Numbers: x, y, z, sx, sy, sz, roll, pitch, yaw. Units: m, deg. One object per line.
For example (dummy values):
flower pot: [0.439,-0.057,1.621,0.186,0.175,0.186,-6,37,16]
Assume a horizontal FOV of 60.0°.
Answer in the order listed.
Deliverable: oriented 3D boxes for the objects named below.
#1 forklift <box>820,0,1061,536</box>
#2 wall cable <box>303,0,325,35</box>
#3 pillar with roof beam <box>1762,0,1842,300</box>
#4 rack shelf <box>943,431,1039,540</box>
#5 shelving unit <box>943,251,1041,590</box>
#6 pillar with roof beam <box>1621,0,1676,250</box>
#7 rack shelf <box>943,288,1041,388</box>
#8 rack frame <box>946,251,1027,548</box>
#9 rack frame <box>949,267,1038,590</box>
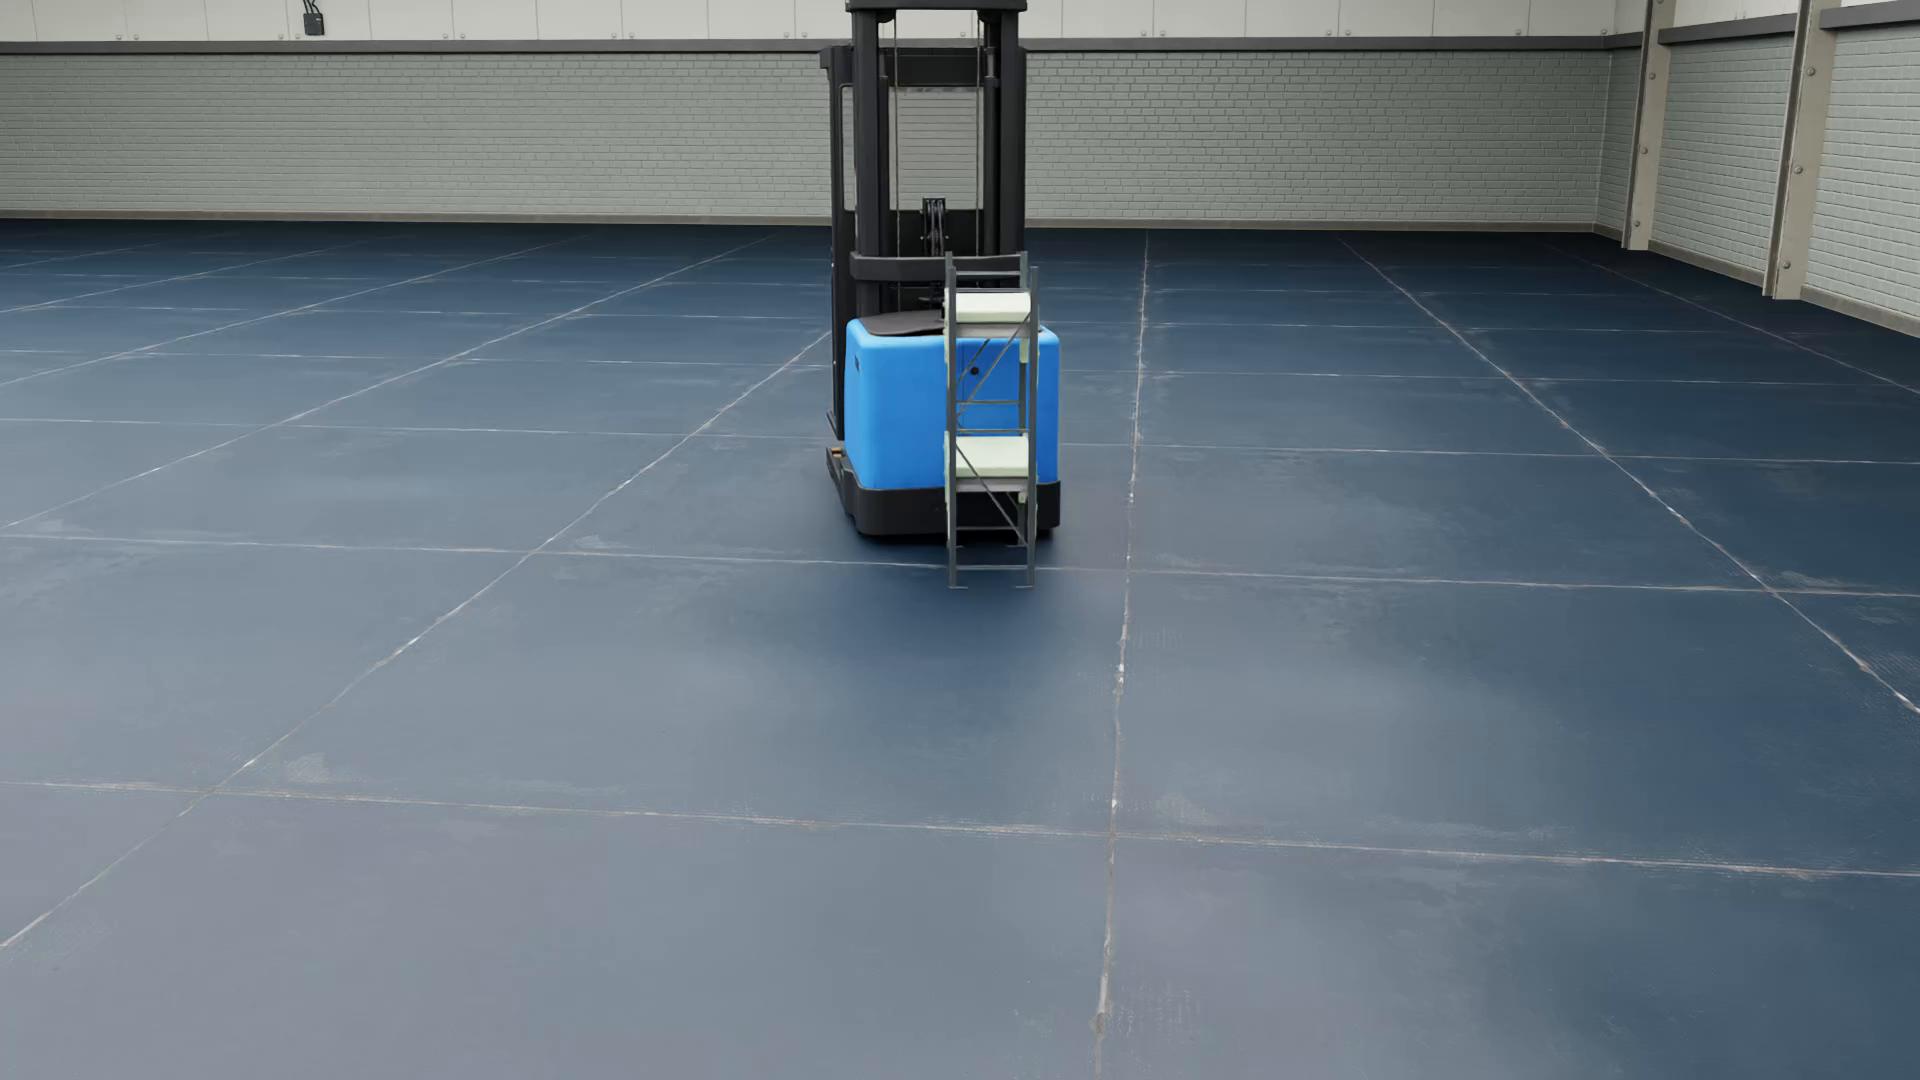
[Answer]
forklift: [-0.215,-1.775,9.612,1.130,2.935,3.031,-2,15,-9]
wall cable: [-10.235,-11.660,28.027,2.305,6.003,0.169,2,15,6]
pillar with roof beam: [5.032,-7.219,18.121,9.100,9.000,0.400,2,15,6]
rack shelf: [0.139,-0.275,8.054,0.431,0.370,0.720,0,15,-2]
shelving unit: [0.139,-0.590,7.969,0.431,1.500,0.755,0,15,-2]
pillar with roof beam: [5.709,-8.776,23.876,9.100,9.000,0.400,2,15,6]
rack shelf: [0.139,-0.966,7.867,0.431,0.370,0.720,0,15,-2]
rack frame: [0.129,-0.685,8.322,0.400,1.500,0.023,0,15,-2]
rack frame: [0.150,-0.494,7.616,0.400,1.500,0.023,0,15,-2]
